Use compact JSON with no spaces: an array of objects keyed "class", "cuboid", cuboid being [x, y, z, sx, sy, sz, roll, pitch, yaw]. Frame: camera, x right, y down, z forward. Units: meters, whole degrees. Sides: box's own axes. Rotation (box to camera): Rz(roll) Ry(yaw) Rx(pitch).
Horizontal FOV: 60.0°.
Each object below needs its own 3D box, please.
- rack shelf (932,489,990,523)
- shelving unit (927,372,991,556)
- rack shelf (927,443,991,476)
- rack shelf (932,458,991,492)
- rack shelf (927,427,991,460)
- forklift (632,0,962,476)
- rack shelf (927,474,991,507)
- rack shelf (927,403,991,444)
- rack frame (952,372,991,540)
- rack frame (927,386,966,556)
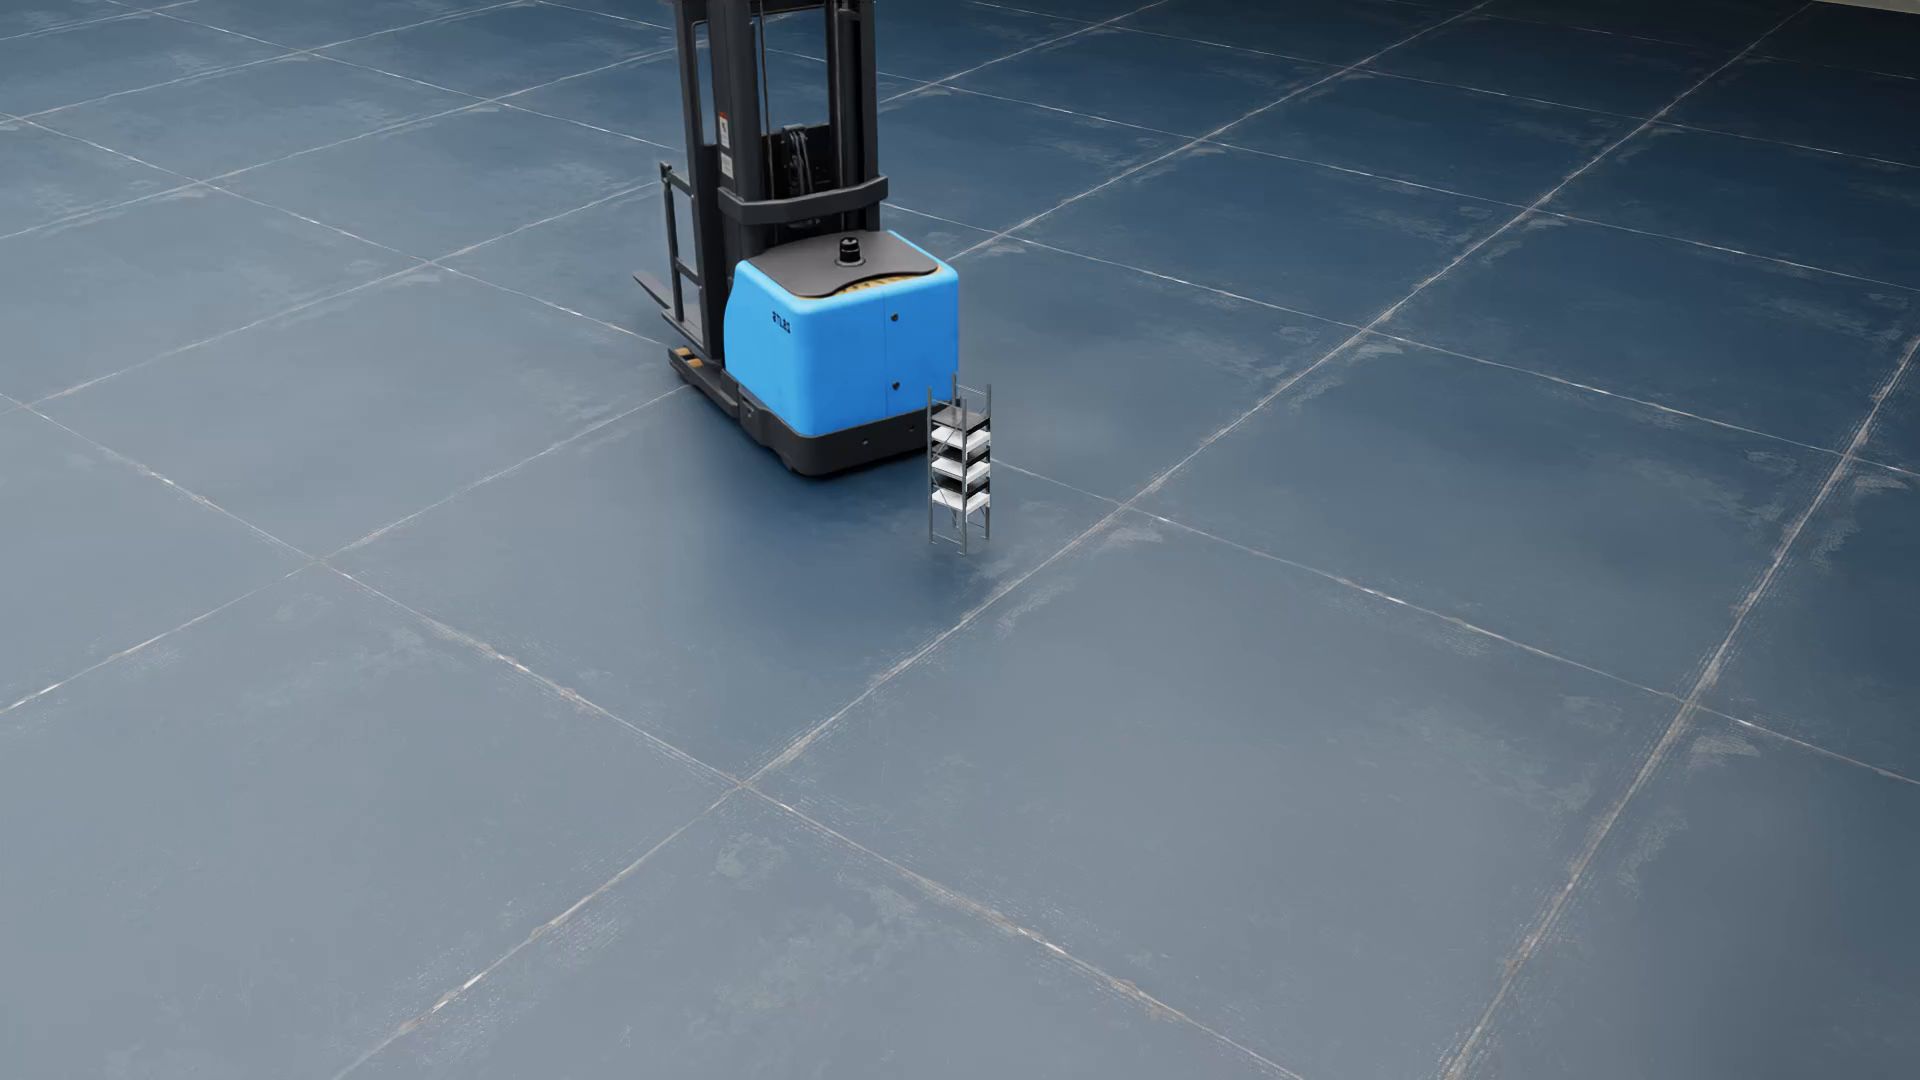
[{"class":"rack shelf","cuboid":[-0.005,-0.200,8.624,0.258,0.077,0.200,21,37,31]},{"class":"shelving unit","cuboid":[-0.005,-0.384,8.515,0.258,0.900,0.210,21,37,31]},{"class":"rack shelf","cuboid":[-0.005,-0.433,8.486,0.258,0.077,0.200,21,37,31]},{"class":"rack shelf","cuboid":[-0.005,-0.355,8.532,0.258,0.077,0.200,21,37,31]},{"class":"rack shelf","cuboid":[-0.005,-0.510,8.440,0.258,0.077,0.200,21,37,31]},{"class":"forklift","cuboid":[-1.182,-2.334,9.813,1.130,2.935,3.031,-17,35,-26]},{"class":"rack shelf","cuboid":[-0.005,-0.278,8.578,0.258,0.077,0.200,21,37,31]},{"class":"rack shelf","cuboid":[-0.005,-0.587,8.394,0.258,0.077,0.200,21,37,31]},{"class":"rack frame","cuboid":[0.056,-0.425,8.585,0.240,0.900,0.006,21,37,31]},{"class":"rack frame","cuboid":[-0.066,-0.342,8.445,0.240,0.900,0.006,21,37,31]}]
